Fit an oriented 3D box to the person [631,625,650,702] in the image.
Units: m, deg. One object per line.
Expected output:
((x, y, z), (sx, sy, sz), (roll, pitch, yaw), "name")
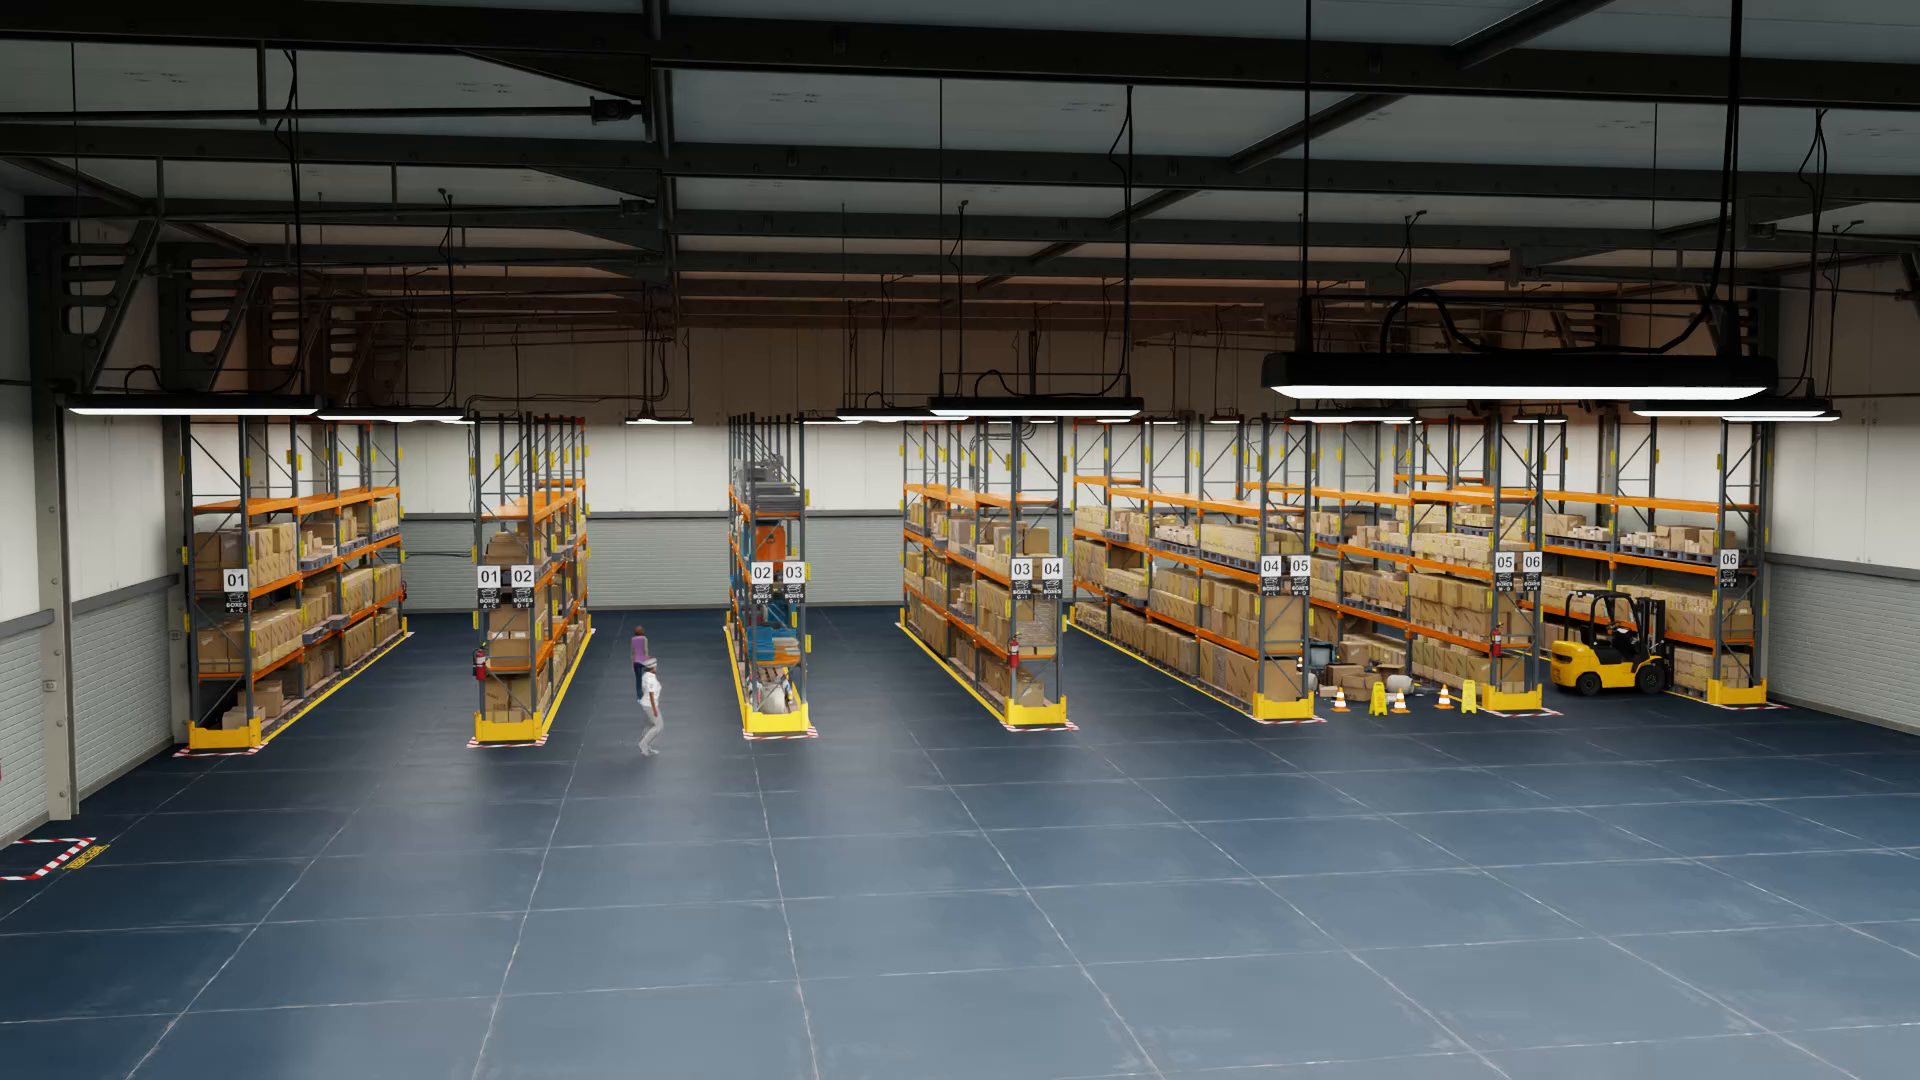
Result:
((-6.637, 2.566, 34.578), (0.441, 1.584, 0.468), (0, 4, 1), "person")

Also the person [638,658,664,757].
((-5.395, 2.902, 28.922), (0.430, 1.679, 0.472), (-1, 4, -16), "person")

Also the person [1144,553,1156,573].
((5.893, 1.287, 52.196), (0.940, 1.749, 0.573), (-4, 5, -42), "person")
